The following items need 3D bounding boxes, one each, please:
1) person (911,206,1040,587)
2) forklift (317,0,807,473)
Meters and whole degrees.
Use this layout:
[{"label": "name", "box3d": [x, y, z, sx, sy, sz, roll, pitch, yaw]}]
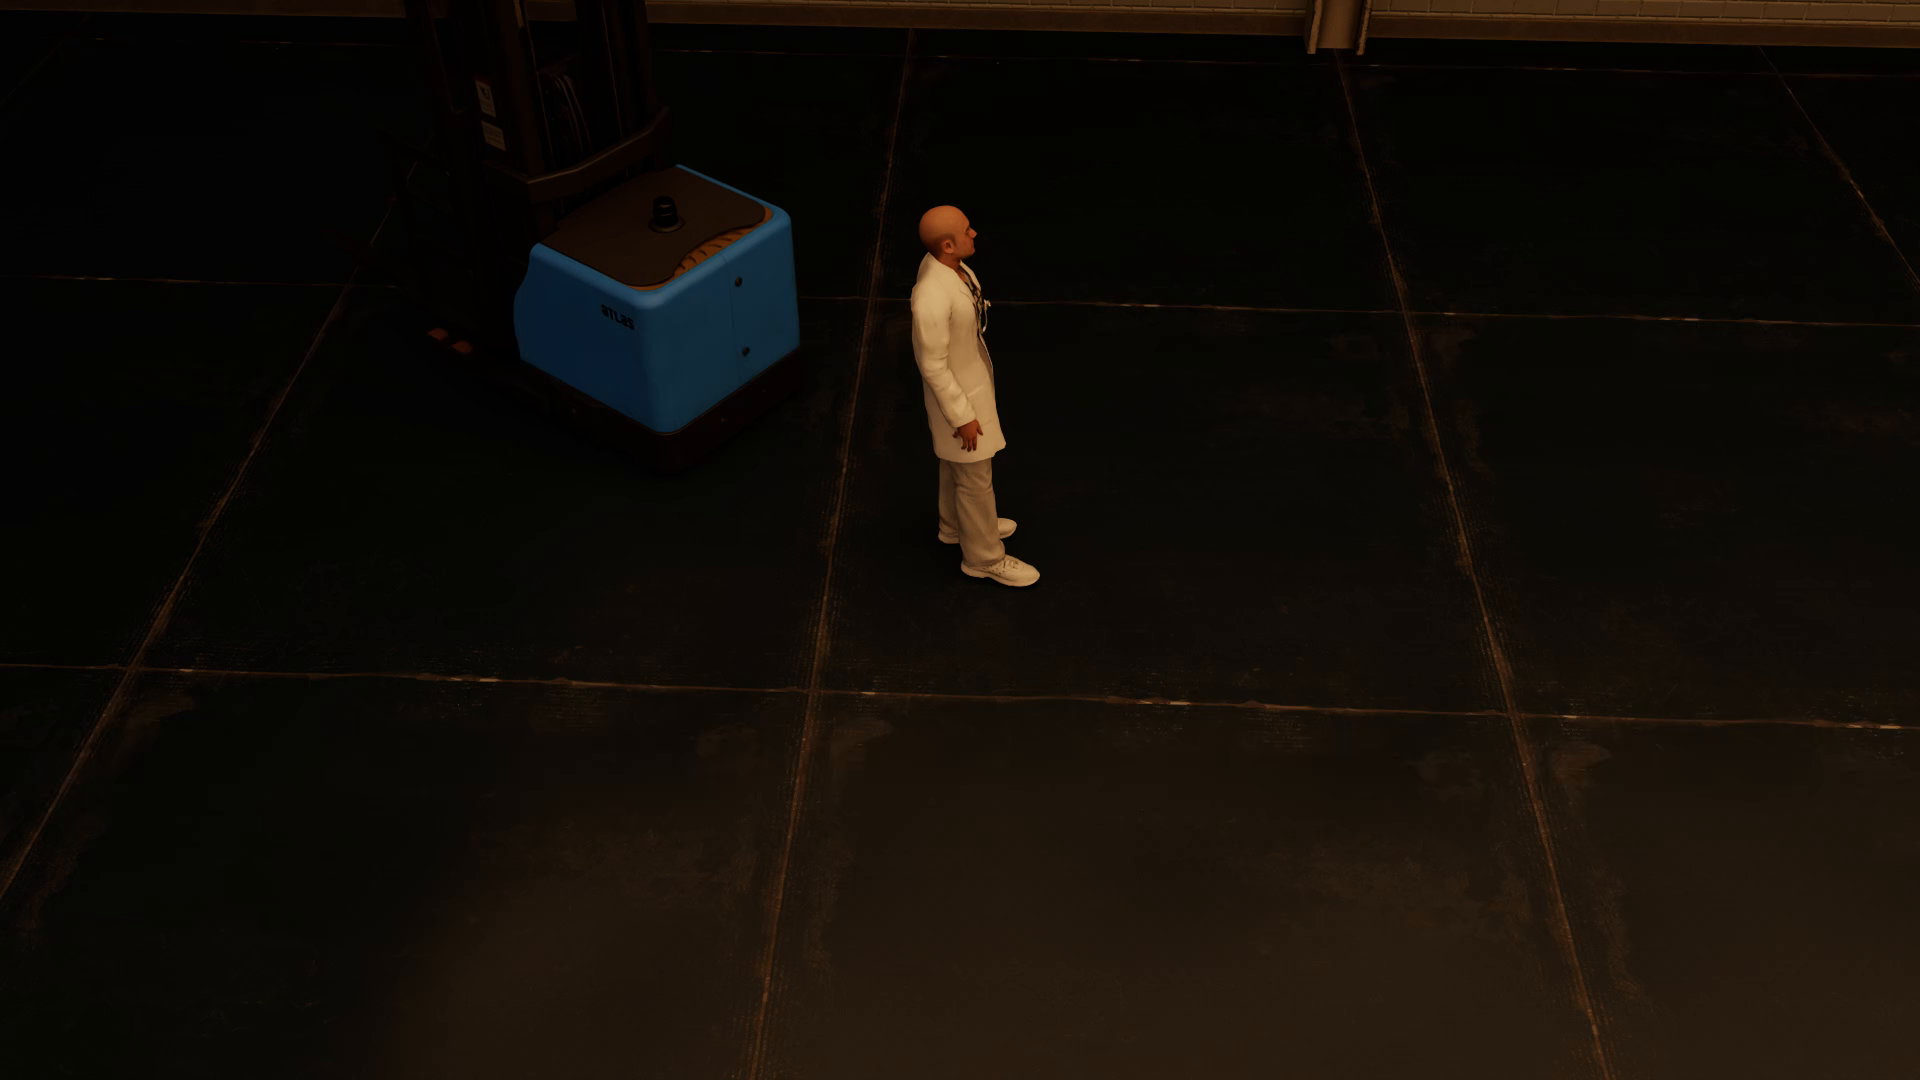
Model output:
[{"label": "person", "box3d": [0.090, -0.656, 7.305, 0.581, 1.776, 0.694, 2, 42, 2]}, {"label": "forklift", "box3d": [-2.282, -2.235, 8.191, 3.031, 2.935, 1.130, 28, 49, 27]}]
